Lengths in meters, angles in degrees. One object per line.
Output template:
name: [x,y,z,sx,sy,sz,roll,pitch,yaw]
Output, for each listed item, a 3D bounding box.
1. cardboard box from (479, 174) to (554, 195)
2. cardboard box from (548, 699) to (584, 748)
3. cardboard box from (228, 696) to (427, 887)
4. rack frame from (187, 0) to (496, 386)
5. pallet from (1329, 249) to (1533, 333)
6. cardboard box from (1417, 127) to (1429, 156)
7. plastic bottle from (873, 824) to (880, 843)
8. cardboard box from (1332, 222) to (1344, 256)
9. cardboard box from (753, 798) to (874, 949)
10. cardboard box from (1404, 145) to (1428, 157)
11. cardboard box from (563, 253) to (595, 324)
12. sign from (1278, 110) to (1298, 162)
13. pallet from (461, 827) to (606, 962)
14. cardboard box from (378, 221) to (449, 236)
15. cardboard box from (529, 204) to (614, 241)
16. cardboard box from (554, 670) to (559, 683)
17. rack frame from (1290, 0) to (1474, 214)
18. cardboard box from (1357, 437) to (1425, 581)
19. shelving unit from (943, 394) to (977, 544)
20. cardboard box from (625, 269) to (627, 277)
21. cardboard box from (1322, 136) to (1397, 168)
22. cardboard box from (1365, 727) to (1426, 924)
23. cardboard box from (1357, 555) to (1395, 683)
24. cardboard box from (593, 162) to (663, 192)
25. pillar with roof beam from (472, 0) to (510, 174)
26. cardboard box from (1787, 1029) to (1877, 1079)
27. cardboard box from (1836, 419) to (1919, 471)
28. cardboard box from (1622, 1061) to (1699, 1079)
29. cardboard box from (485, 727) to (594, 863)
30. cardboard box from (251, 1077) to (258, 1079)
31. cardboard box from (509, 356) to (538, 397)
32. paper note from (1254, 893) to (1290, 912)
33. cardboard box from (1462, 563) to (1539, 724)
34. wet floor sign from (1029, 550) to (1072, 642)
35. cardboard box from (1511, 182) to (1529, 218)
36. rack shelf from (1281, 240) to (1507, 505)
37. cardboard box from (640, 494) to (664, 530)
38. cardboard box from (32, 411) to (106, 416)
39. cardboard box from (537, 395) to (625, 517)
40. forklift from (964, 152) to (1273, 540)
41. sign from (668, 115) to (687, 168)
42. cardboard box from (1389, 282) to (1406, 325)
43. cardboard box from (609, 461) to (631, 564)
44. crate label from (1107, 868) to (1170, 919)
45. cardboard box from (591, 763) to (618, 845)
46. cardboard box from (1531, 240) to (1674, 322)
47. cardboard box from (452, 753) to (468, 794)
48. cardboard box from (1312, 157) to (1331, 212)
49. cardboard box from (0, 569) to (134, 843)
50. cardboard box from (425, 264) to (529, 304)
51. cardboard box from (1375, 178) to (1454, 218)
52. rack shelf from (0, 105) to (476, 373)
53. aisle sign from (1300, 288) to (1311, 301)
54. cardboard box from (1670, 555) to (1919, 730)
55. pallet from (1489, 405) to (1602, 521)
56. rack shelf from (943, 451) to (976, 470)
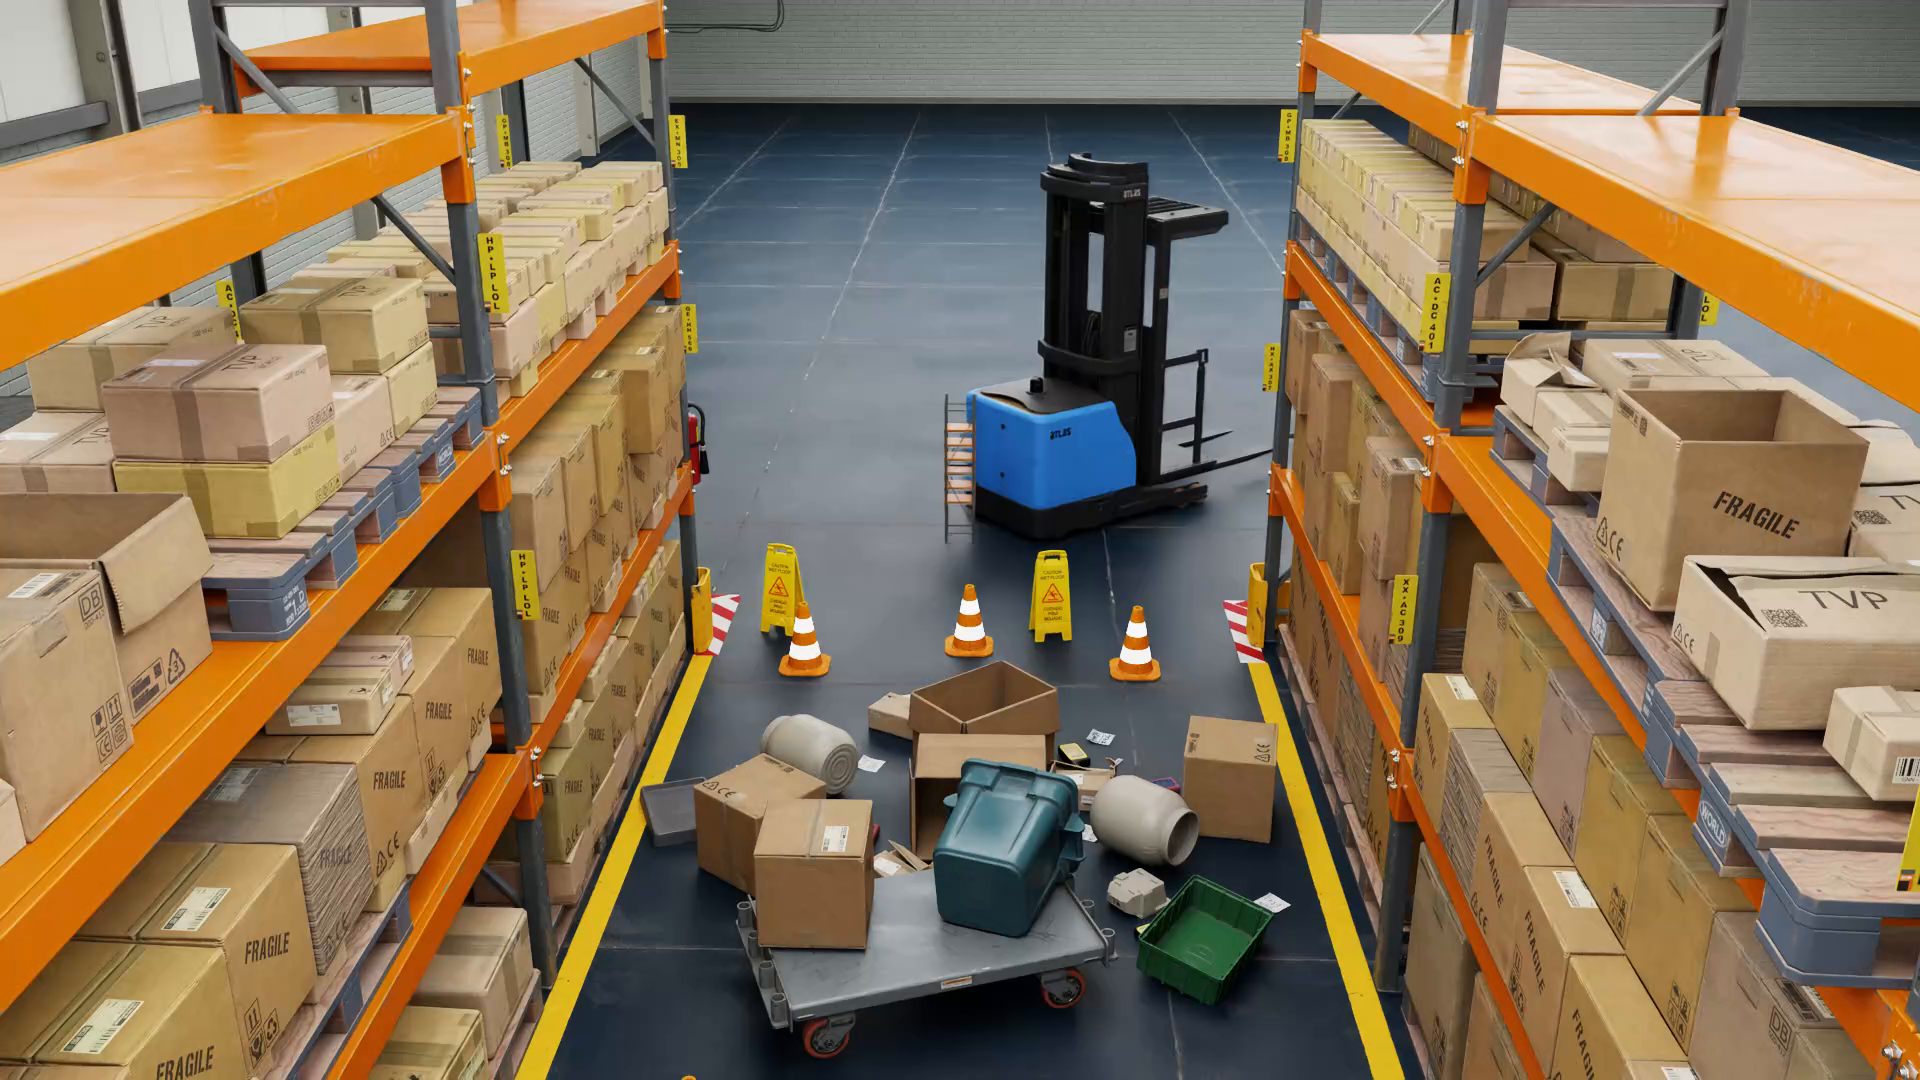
cardboard box: [-2.607,-2.058,9.784,0.380,0.149,0.250,1,21,2]
cardboard box: [-2.102,0.913,8.315,0.380,0.149,0.250,1,21,2]
cardboard box: [-2.274,0.888,5.962,0.500,0.500,0.500,1,21,3]
rack frame: [-2.453,-2.063,6.405,1.000,3.000,0.127,1,21,2]
pallet: [2.573,-1.341,8.813,1.003,0.211,1.213,1,21,2]
cardboard box: [2.939,-2.374,9.880,0.380,0.149,0.250,1,21,2]
plastic bottle: [-0.540,1.658,9.171,0.133,0.061,0.283,4,22,11]
cardboard box: [2.250,-1.641,9.094,0.380,0.149,0.250,0,21,1]
cardboard box: [-0.673,1.555,7.783,0.500,0.500,0.500,1,21,2]
cardboard box: [2.883,-2.224,10.044,0.500,0.250,0.500,1,21,2]
cardboard box: [-2.132,-1.257,8.270,0.500,0.250,0.500,1,21,2]
sign: [2.064,-2.545,10.478,0.100,0.325,0.005,1,21,2]
pallet: [-2.468,1.791,8.621,1.003,0.211,1.213,1,21,2]
cardboard box: [-2.690,-1.506,8.361,0.380,0.149,0.250,1,21,2]
cardboard box: [-2.060,-1.685,8.823,0.380,0.149,0.250,1,21,3]
cardboard box: [-2.167,0.649,8.057,0.380,0.149,0.250,1,21,3]
rack frame: [2.619,-3.491,10.086,1.000,3.000,0.127,1,21,2]
cardboard box: [2.444,-0.154,8.080,0.875,0.550,0.550,1,21,2]
shelving unit: [0.000,-0.565,13.325,0.258,1.200,0.189,1,21,2]
cardboard box: [-2.154,-1.584,9.666,0.380,0.149,0.250,1,21,2]
cardboard box: [2.266,-2.198,9.426,0.380,0.149,0.250,1,21,2]
cardboard box: [2.586,1.320,8.336,0.875,0.875,0.875,1,21,2]
cardboard box: [2.491,0.350,8.274,0.875,0.550,0.550,1,21,2]
cardboard box: [-2.047,-2.240,10.252,0.380,0.149,0.250,1,21,2]
pillar with roof beam: [-3.365,-9.781,26.297,9.100,9.000,0.400,1,21,2]
cardboard box: [2.399,1.523,3.936,0.700,0.500,0.500,1,21,1]
cardboard box: [2.664,-0.211,5.184,0.500,0.311,0.500,0,21,0]
cardboard box: [2.138,1.806,4.590,0.500,0.500,0.500,1,21,2]
cardboard box: [-2.166,1.260,8.318,0.500,0.500,0.500,2,21,4]
cardboard box: [-2.254,1.687,4.802,0.380,0.149,0.250,1,21,2]
cardboard box: [-2.132,-0.751,7.519,0.380,0.149,0.250,1,21,2]
paper note: [1.613,1.883,8.633,0.147,0.020,0.142,-16,26,-35]
cardboard box: [2.488,0.419,6.782,0.700,0.500,0.500,0,21,1]
wet floor sign: [0.641,0.371,11.680,0.267,0.644,0.232,-3,21,-8]
cardboard box: [2.877,-1.640,7.988,0.380,0.149,0.250,1,21,2]
rack shelf: [2.558,-1.034,8.895,1.077,0.370,4.000,1,21,2]
cardboard box: [-2.033,-0.179,10.190,0.380,0.149,0.250,1,21,3]
cardboard box: [-2.886,-0.400,5.893,0.500,0.250,0.500,0,21,1]
cardboard box: [-2.144,-0.440,8.584,0.700,0.500,0.500,0,21,0]
forklift: [1.517,-1.779,14.061,3.031,2.935,1.130,-15,26,-34]
sign: [-1.778,-2.510,10.480,0.100,0.325,0.005,1,21,2]
cardboard box: [2.203,-1.091,7.677,0.380,0.149,0.250,1,21,2]
cardboard box: [-2.146,-0.153,9.228,0.500,0.500,0.500,1,21,2]
crate label: [0.916,1.827,8.630,0.298,0.136,0.250,-16,26,-35]
cardboard box: [-2.161,1.417,8.951,0.500,0.250,0.500,2,21,5]
cardboard box: [2.792,-1.131,7.228,0.500,0.250,0.500,1,21,2]
cardboard box: [-2.219,0.940,6.727,0.380,0.149,0.250,0,21,0]
cardboard box: [2.334,-2.048,9.592,0.500,0.250,0.500,0,21,1]
cardboard box: [-2.536,0.393,4.085,0.700,0.500,0.500,1,21,2]
cardboard box: [-2.139,-1.123,7.376,0.380,0.149,0.250,1,21,3]
cardboard box: [2.220,-1.645,8.002,0.380,0.149,0.250,1,21,2]
rack shelf: [-2.514,-0.818,4.744,1.077,0.370,4.000,1,21,2]
aisle sign: [2.321,-1.935,10.776,0.394,0.787,0.004,1,21,2]
cardboard box: [2.108,0.218,4.078,0.500,0.311,0.500,1,21,2]
pallet: [2.519,-0.225,6.080,0.805,0.209,1.217,0,21,-1]
rack shelf: [0.000,-0.635,13.298,0.258,0.103,0.180,1,21,2]
